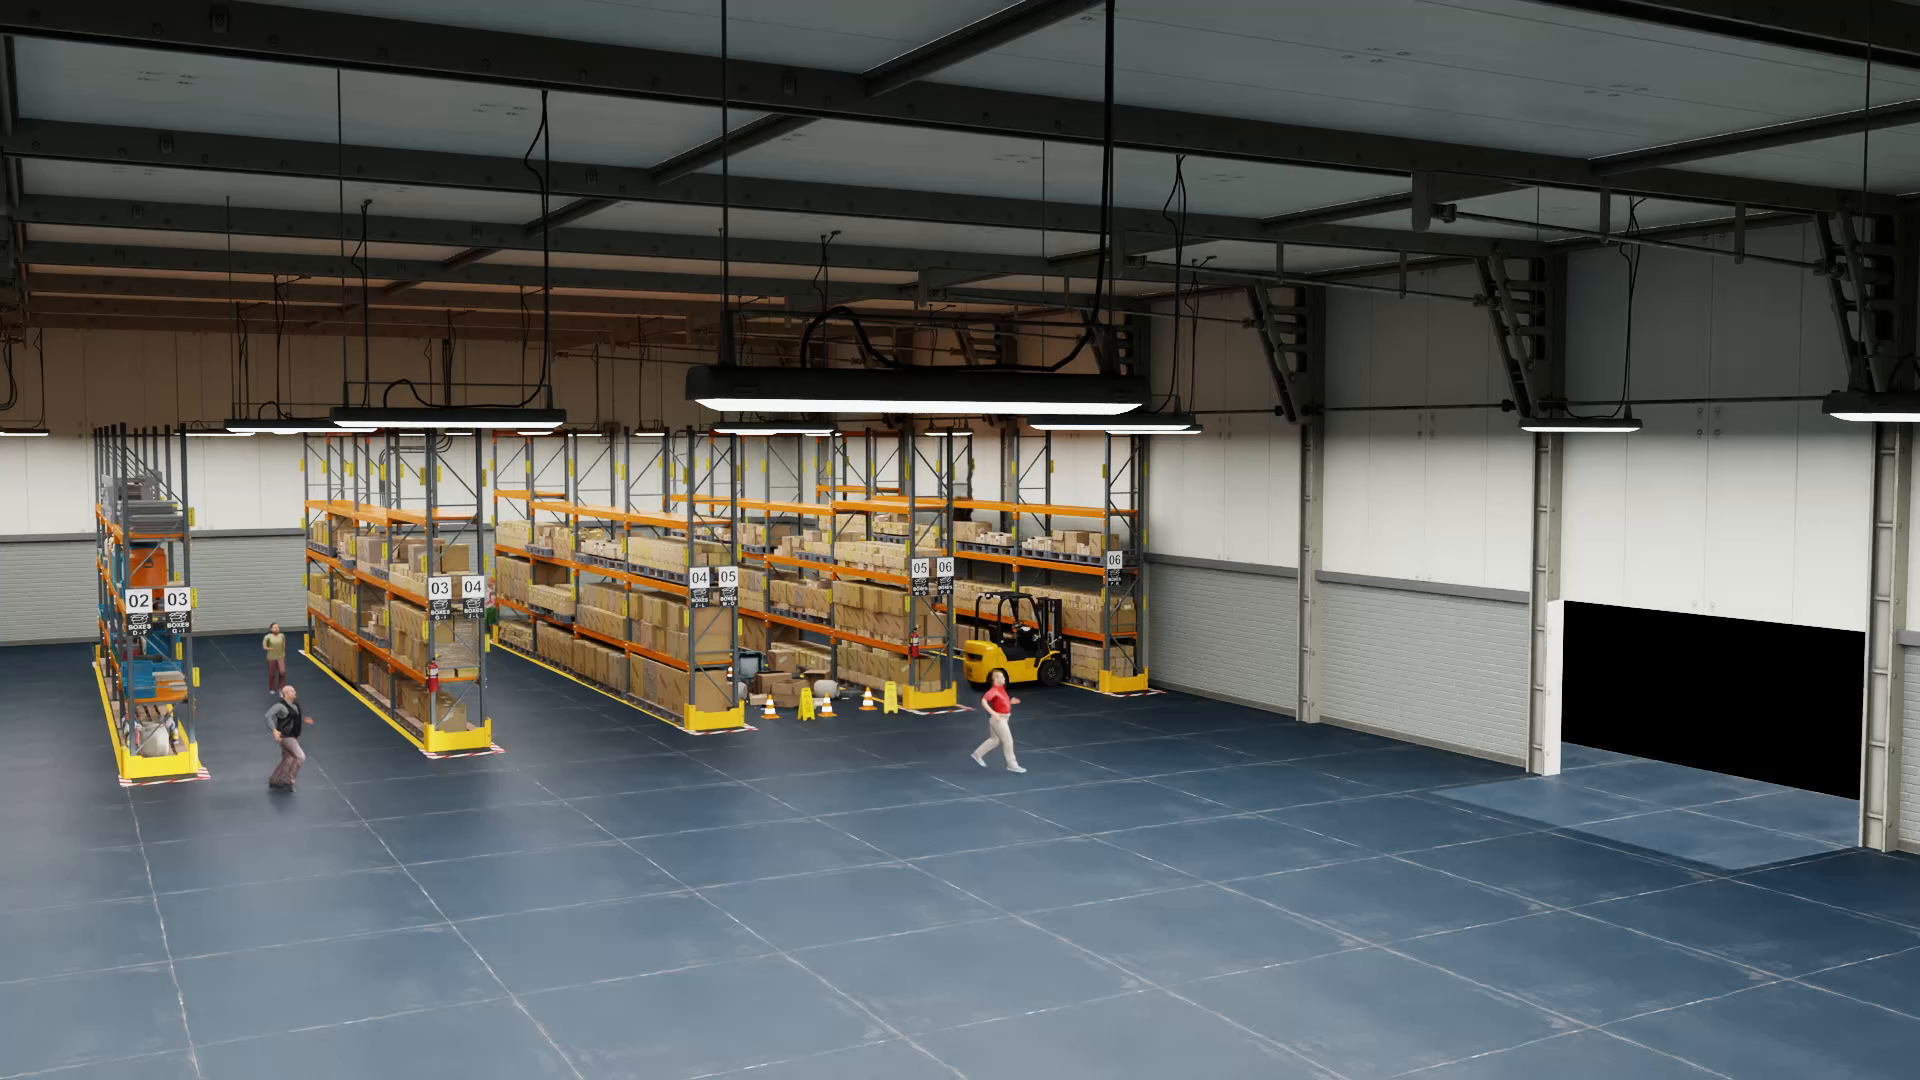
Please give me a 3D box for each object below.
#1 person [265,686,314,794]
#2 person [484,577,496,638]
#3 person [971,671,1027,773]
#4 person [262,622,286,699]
[{"bbox_3d":[-10.884,3.244,27.005,0.746,1.760,0.647,0,3,-1],"label":"person"},{"bbox_3d":[-13.453,1.952,47.977,0.683,1.775,0.826,3,5,45],"label":"person"},{"bbox_3d":[0.663,3.109,28.545,0.989,1.716,0.662,0,3,7],"label":"person"},{"bbox_3d":[-15.190,2.661,36.871,0.525,1.697,0.759,-2,4,-32],"label":"person"}]
